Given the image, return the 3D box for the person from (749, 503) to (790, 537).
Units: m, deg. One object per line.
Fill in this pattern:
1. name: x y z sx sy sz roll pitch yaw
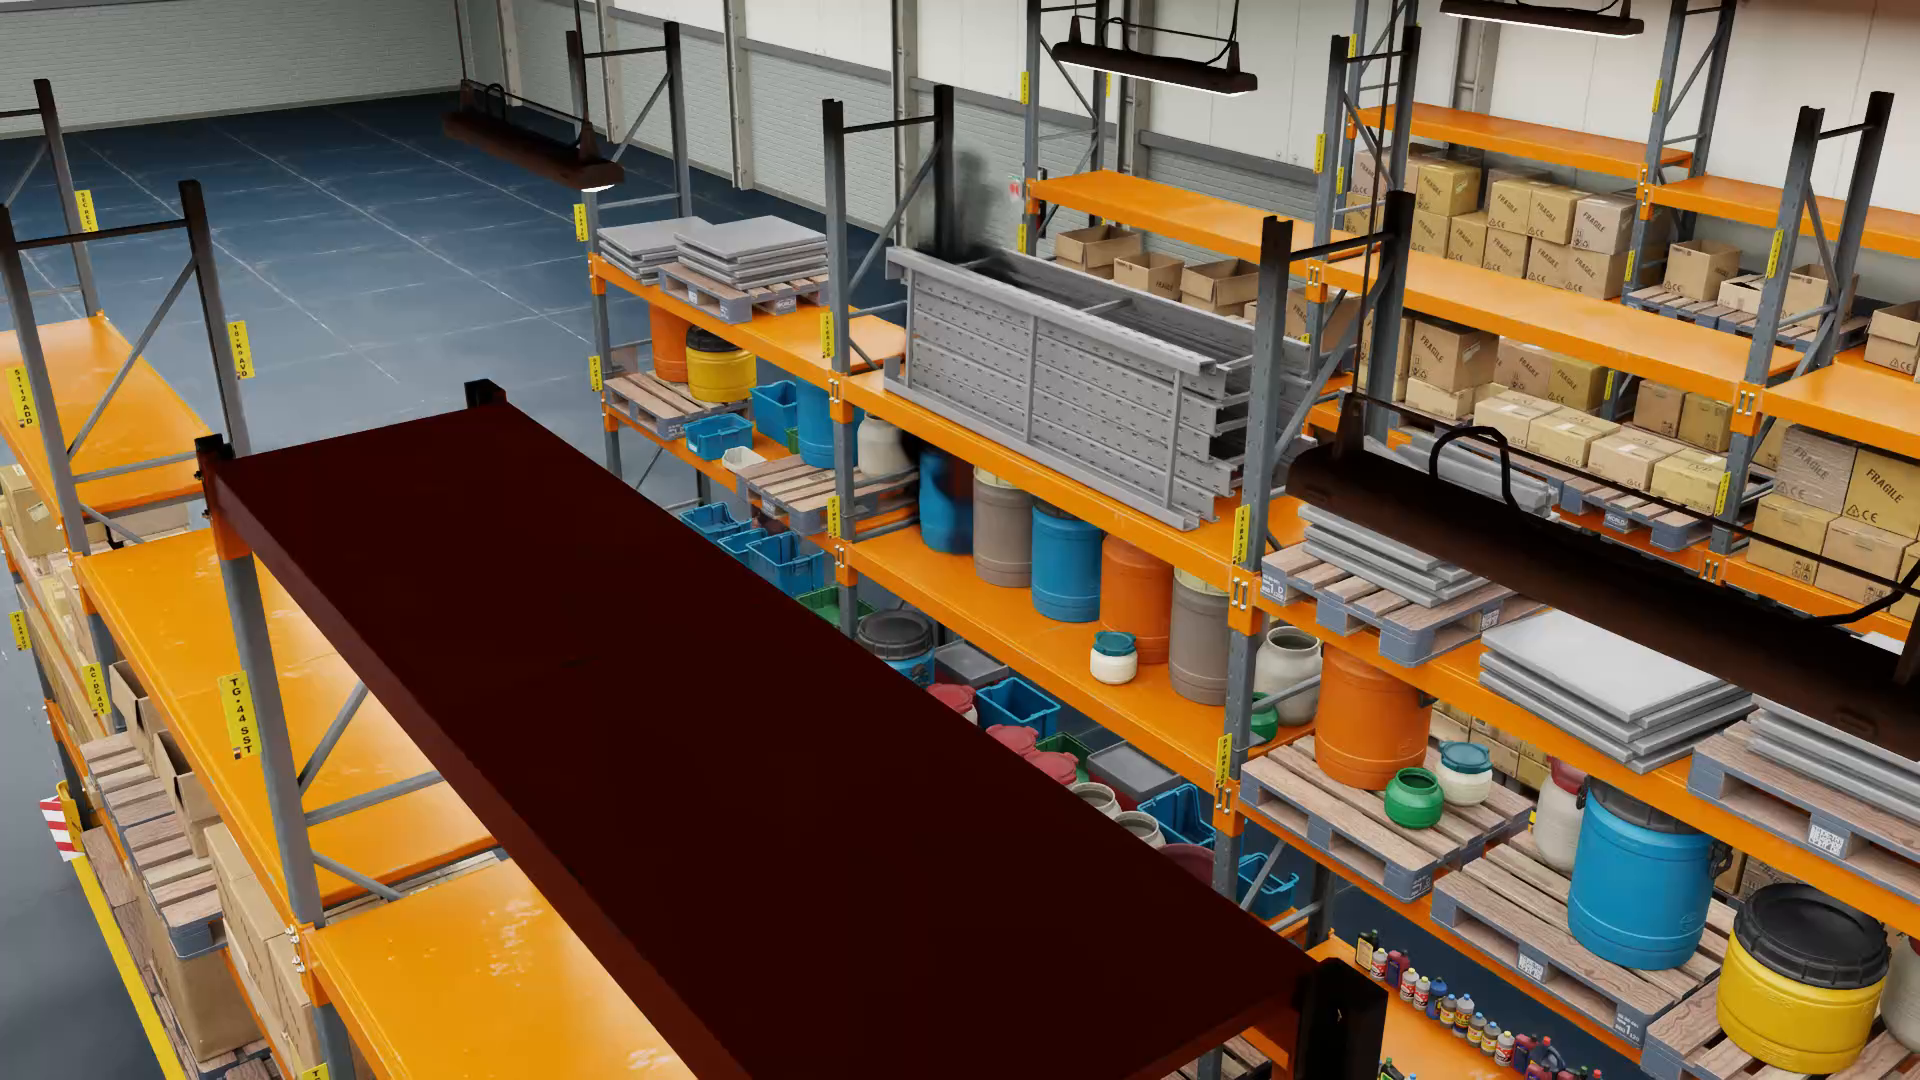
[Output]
1. person: -1.920 -0.021 17.200 1.088 1.609 0.723 11 27 22
